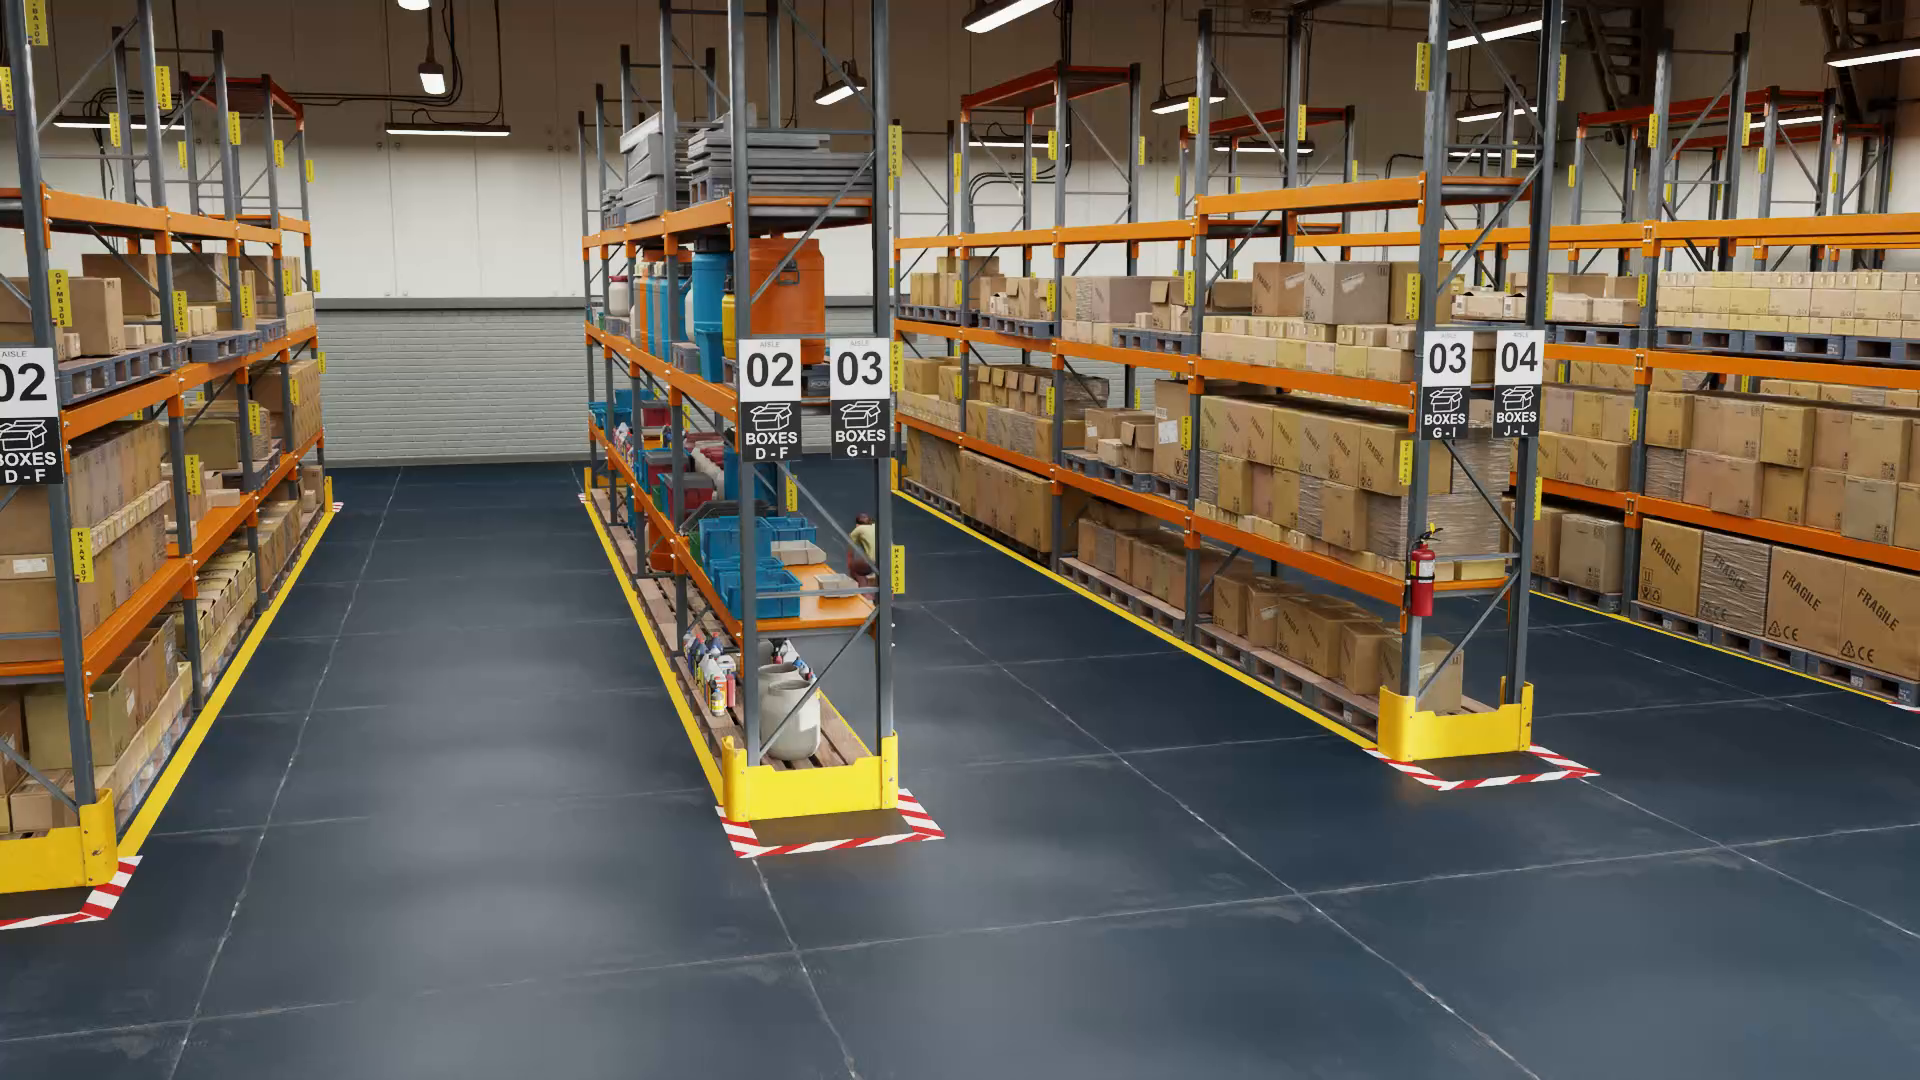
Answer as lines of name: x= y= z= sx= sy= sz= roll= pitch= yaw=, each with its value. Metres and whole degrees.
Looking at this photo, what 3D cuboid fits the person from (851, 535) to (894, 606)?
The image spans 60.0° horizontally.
person: x=-0.960 y=0.339 z=18.252 sx=0.457 sy=0.755 sz=0.866 roll=-3 pitch=10 yaw=-17
